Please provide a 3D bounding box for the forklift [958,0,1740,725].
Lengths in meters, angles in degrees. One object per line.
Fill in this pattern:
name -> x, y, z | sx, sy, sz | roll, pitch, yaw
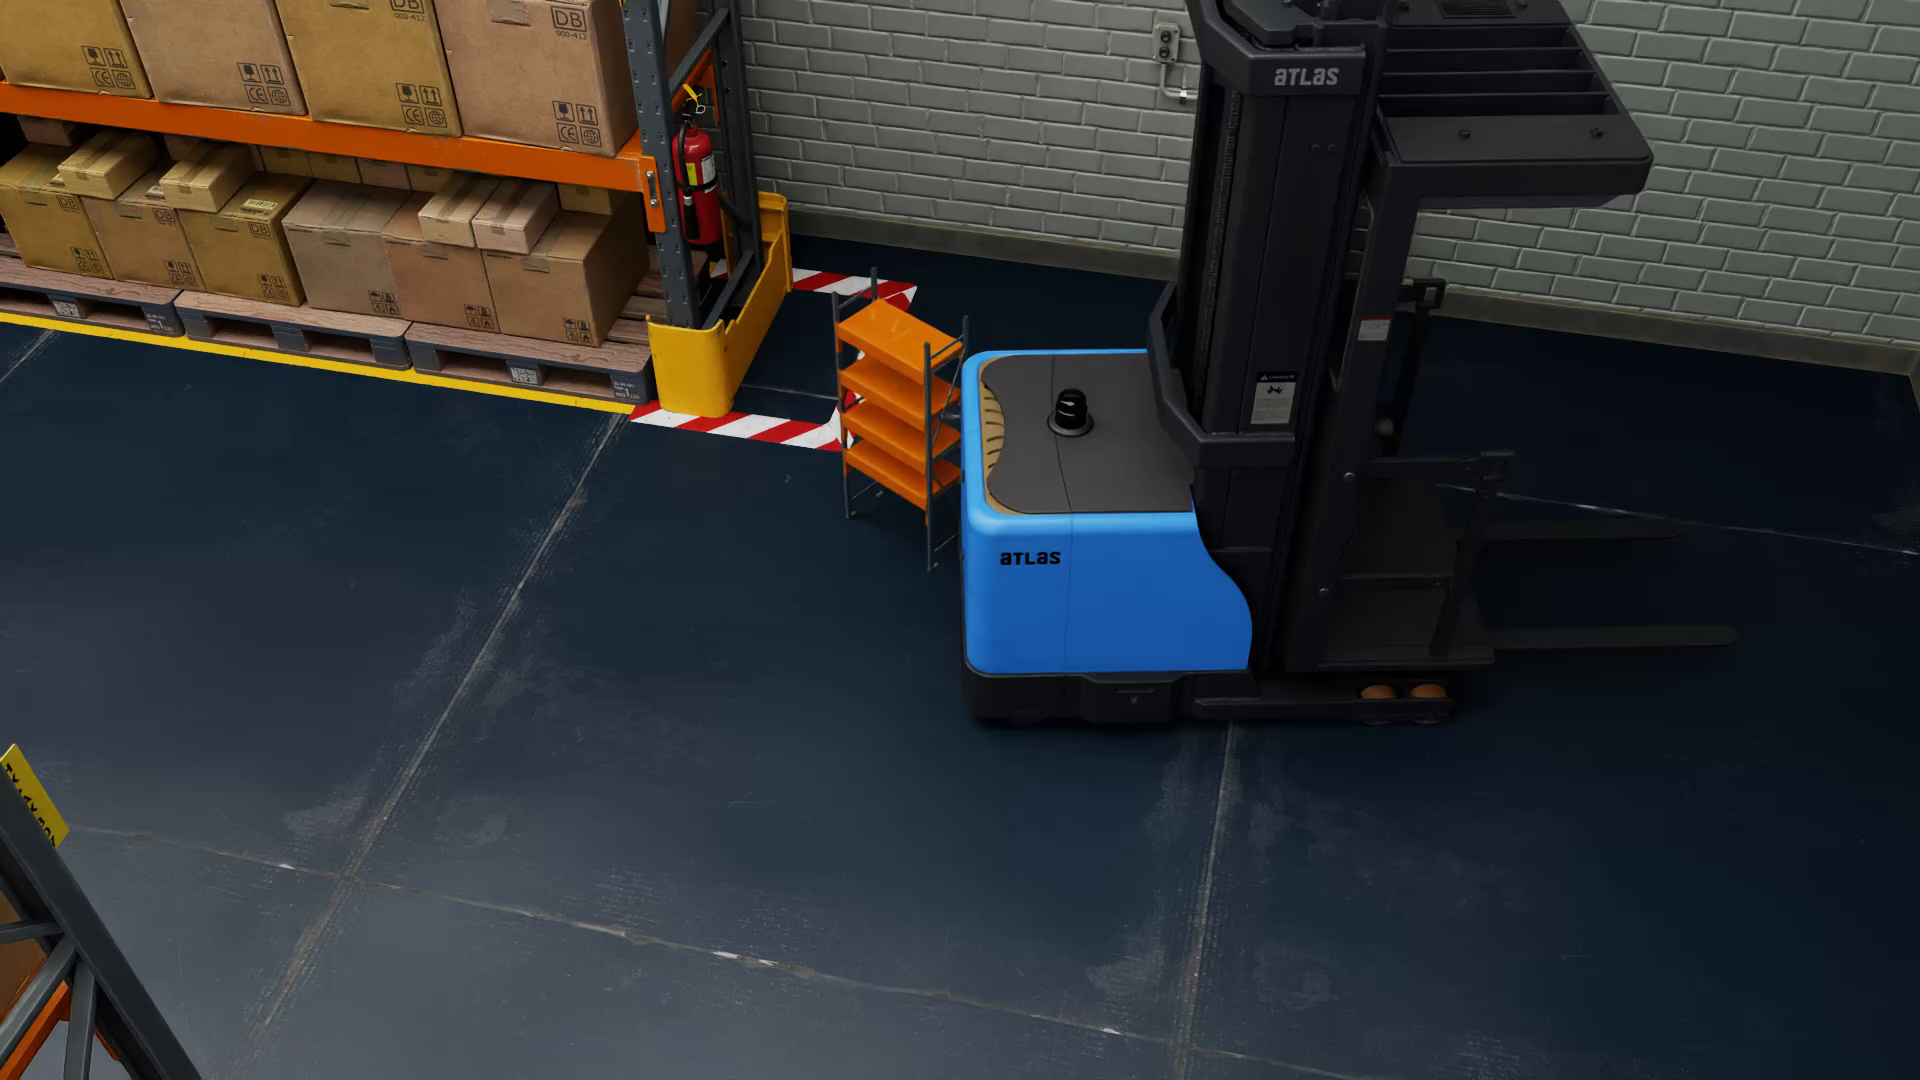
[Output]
forklift -> 1.519, -0.707, 5.831 | 3.031, 2.935, 1.130 | -1, 44, -1

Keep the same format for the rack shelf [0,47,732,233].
rack shelf -> -3.116, -2.113, 7.761 | 4.000, 0.370, 1.077 | 9, 45, 9

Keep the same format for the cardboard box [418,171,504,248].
cardboard box -> -2.284, -1.526, 7.664 | 0.250, 0.149, 0.380 | 10, 45, 10

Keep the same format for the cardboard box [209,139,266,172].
cardboard box -> -3.440, -1.976, 8.132 | 0.250, 0.149, 0.380 | 9, 45, 9

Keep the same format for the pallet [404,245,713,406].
pallet -> -1.961, -1.132, 8.234 | 1.213, 0.211, 1.003 | 9, 45, 9

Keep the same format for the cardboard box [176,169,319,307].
cardboard box -> -3.370, -1.585, 8.194 | 0.500, 0.500, 0.700 | 10, 45, 10

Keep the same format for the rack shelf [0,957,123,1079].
rack shelf -> -4.194, 1.240, 4.277 | 4.000, 0.370, 1.077 | 9, 45, 9

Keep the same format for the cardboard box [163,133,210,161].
cardboard box -> -3.686, -2.015, 8.172 | 0.250, 0.149, 0.380 | 8, 44, 8

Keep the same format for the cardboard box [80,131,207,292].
cardboard box -> -3.871, -1.664, 8.276 | 0.500, 0.500, 0.700 | 8, 45, 9

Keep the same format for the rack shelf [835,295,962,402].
rack shelf -> -0.234, -0.761, 6.569 | 0.480, 0.148, 0.258 | 32, 52, 29

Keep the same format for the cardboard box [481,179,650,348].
cardboard box -> -1.869, -1.358, 7.958 | 0.500, 0.500, 0.700 | 9, 45, 9

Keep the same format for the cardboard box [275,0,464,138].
cardboard box -> -2.376, -2.350, 7.272 | 0.700, 0.700, 0.980 | 8, 45, 9

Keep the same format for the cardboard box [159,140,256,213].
cardboard box -> -3.556, -1.722, 7.868 | 0.250, 0.149, 0.380 | 8, 44, 8

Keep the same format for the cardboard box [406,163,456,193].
cardboard box -> -2.442, -1.822, 7.972 | 0.250, 0.149, 0.380 | 9, 45, 9

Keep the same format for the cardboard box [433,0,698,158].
cardboard box -> -1.664, -2.247, 7.166 | 0.700, 0.700, 0.980 | 11, 45, 11

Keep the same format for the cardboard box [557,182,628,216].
cardboard box -> -1.703, -1.708, 7.854 | 0.250, 0.149, 0.380 | 9, 45, 9

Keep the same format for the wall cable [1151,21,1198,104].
wall cable -> 0.292, -2.881, 7.308 | 1.851, 1.984, 0.084 | 9, 45, 9

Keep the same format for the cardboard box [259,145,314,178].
cardboard box -> -3.188, -1.937, 8.092 | 0.250, 0.149, 0.380 | 8, 44, 8

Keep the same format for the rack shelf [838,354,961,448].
rack shelf -> -0.234, -0.590, 6.733 | 0.480, 0.148, 0.258 | 32, 52, 29

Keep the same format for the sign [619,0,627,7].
sign -> -1.296, -2.206, 6.333 | 0.005, 0.325, 0.100 | 9, 45, 9

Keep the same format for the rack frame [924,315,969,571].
rack frame -> -0.051, -0.365, 6.724 | 0.015, 1.200, 0.240 | 32, 52, 29

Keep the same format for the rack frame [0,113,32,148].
rack frame -> -5.068, -2.675, 7.826 | 0.127, 3.000, 1.000 | 9, 45, 9

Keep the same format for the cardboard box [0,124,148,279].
cardboard box -> -4.360, -1.743, 8.357 | 0.500, 0.500, 0.700 | 9, 45, 10

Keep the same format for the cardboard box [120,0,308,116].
cardboard box -> -3.118, -2.472, 7.399 | 0.700, 0.700, 0.980 | 7, 44, 7

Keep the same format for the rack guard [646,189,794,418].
rack guard -> -1.141, -1.165, 8.060 | 0.348, 0.500, 1.175 | 9, 45, 9

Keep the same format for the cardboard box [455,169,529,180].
cardboard box -> -2.198, -1.784, 7.933 | 0.250, 0.149, 0.380 | 9, 45, 9

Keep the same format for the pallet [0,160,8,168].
pallet -> -5.837, -1.736, 8.861 | 1.213, 0.211, 1.003 | 9, 45, 9

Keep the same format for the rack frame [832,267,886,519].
rack frame -> -0.416, -0.590, 6.958 | 0.015, 1.200, 0.240 | 32, 52, 29

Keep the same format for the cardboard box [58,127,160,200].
cardboard box -> -4.066, -1.801, 7.950 | 0.250, 0.149, 0.380 | 10, 45, 10

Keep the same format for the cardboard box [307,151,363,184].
cardboard box -> -2.941, -1.899, 8.052 | 0.250, 0.149, 0.380 | 9, 45, 9

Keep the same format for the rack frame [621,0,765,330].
rack frame -> -1.164, -2.069, 7.196 | 0.127, 3.000, 1.000 | 9, 45, 9

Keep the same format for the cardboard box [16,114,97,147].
cardboard box -> -4.458, -2.133, 8.295 | 0.250, 0.149, 0.380 | 9, 45, 9

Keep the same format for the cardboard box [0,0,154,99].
cardboard box -> -3.831, -2.575, 7.506 | 0.700, 0.700, 0.980 | 8, 44, 8

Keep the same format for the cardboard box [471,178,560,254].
cardboard box -> -2.034, -1.488, 7.625 | 0.250, 0.149, 0.380 | 8, 45, 9

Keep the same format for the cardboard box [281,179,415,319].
cardboard box -> -2.848, -1.509, 8.115 | 0.500, 0.500, 0.700 | 7, 44, 8

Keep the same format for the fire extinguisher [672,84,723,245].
fire extinguisher -> -1.118, -1.572, 7.004 | 0.183, 0.674, 0.296 | 9, 45, 9

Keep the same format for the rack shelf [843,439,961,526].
rack shelf -> -0.234, -0.286, 7.025 | 0.480, 0.148, 0.258 | 32, 52, 29

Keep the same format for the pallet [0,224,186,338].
pallet -> -4.343, -1.502, 8.618 | 1.213, 0.211, 1.003 | 9, 45, 9

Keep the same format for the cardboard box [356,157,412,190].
cardboard box -> -2.690, -1.860, 8.012 | 0.250, 0.149, 0.380 | 9, 45, 10

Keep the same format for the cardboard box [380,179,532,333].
cardboard box -> -2.357, -1.434, 8.036 | 0.500, 0.500, 0.700 | 9, 45, 9

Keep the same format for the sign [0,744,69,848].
sign -> -2.124, 0.605, 3.794 | 0.005, 0.325, 0.100 | 9, 45, 9

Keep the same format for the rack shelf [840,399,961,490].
rack shelf -> -0.234, -0.429, 6.888 | 0.480, 0.148, 0.258 | 32, 52, 29

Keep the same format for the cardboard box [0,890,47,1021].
cardboard box -> -2.618, 1.002, 3.934 | 0.500, 0.500, 0.500 | 10, 45, 10

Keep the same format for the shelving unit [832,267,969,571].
shelving unit -> -0.234, -0.478, 6.841 | 0.503, 1.200, 0.258 | 32, 52, 29

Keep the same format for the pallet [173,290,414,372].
pallet -> -3.148, -1.319, 8.428 | 1.213, 0.211, 1.003 | 9, 45, 9
